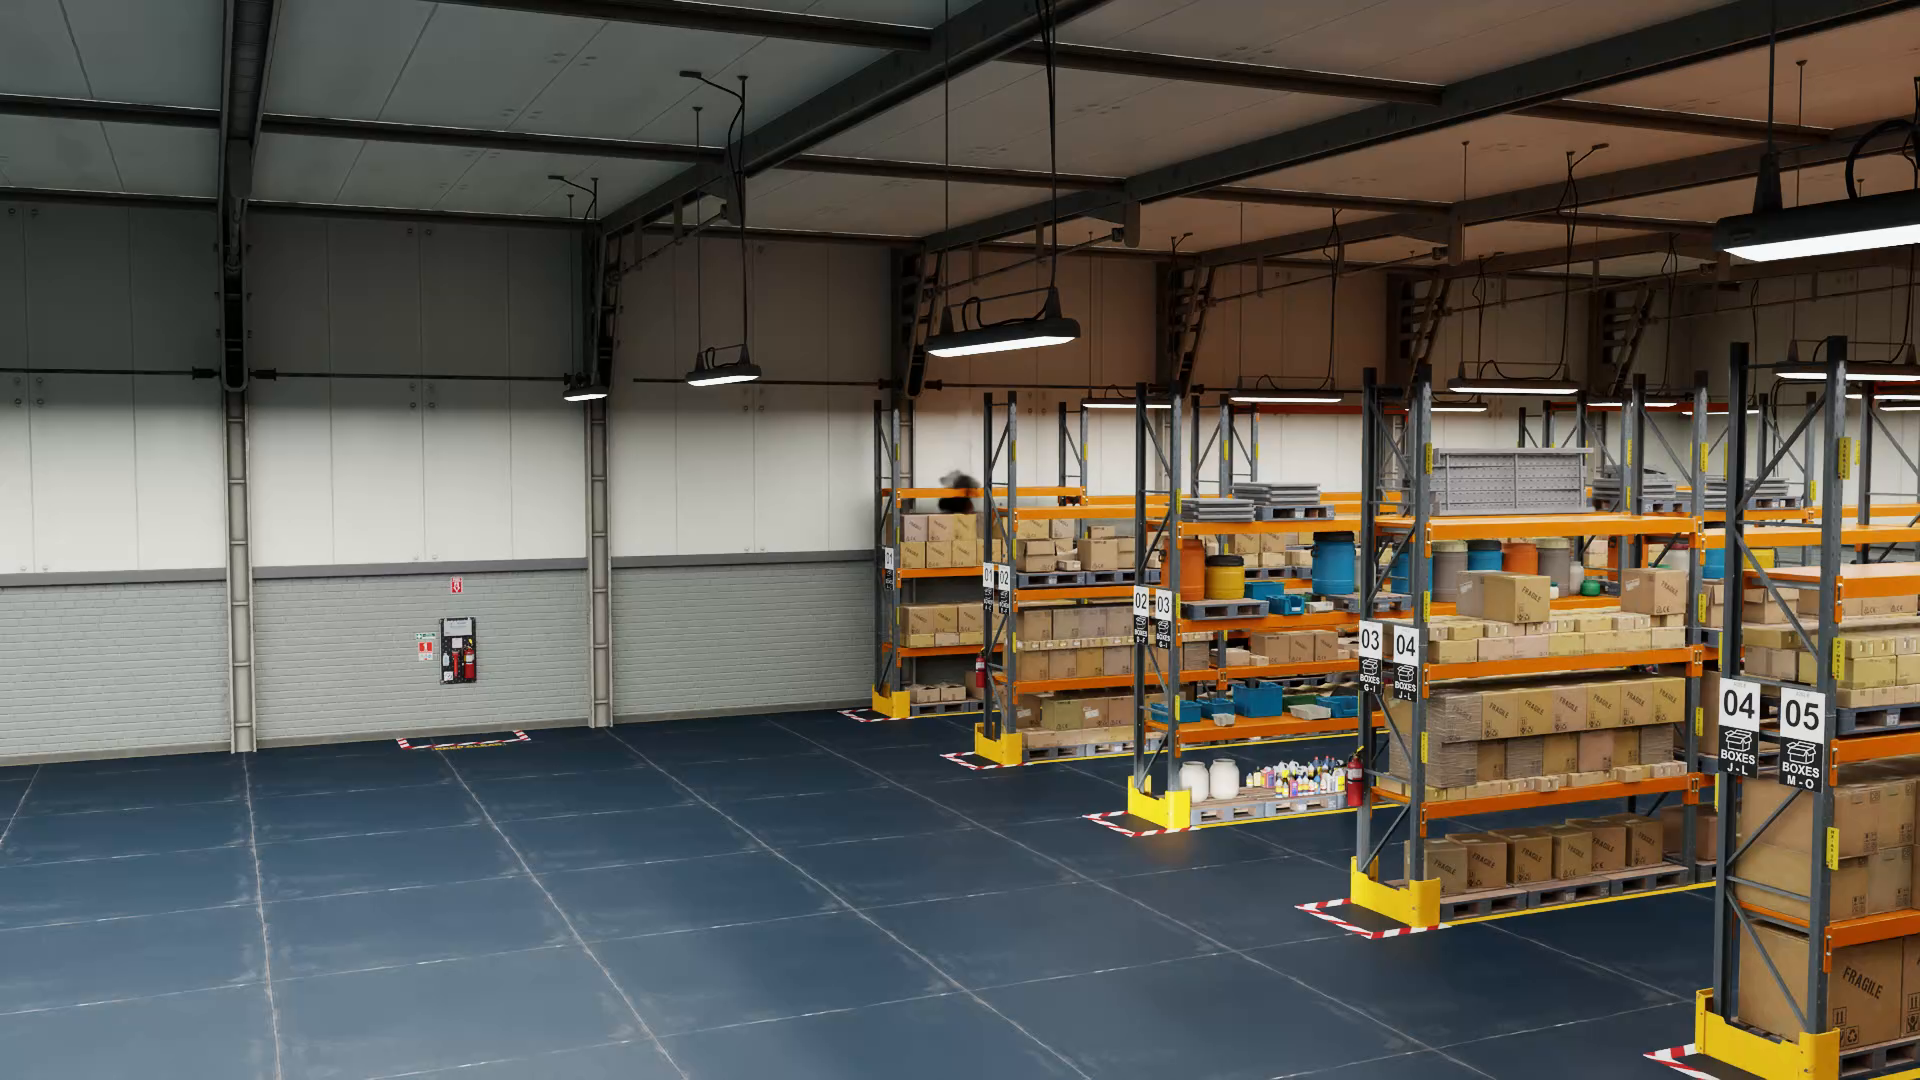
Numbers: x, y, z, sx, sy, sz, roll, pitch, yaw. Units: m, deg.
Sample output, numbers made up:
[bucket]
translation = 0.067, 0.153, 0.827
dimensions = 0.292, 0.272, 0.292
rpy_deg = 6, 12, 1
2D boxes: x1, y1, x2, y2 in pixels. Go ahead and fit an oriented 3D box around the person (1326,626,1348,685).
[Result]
[person]
translation = 7.352, 2.478, 32.178
dimensions = 0.558, 1.662, 0.583
rpy_deg = -2, 4, -27
